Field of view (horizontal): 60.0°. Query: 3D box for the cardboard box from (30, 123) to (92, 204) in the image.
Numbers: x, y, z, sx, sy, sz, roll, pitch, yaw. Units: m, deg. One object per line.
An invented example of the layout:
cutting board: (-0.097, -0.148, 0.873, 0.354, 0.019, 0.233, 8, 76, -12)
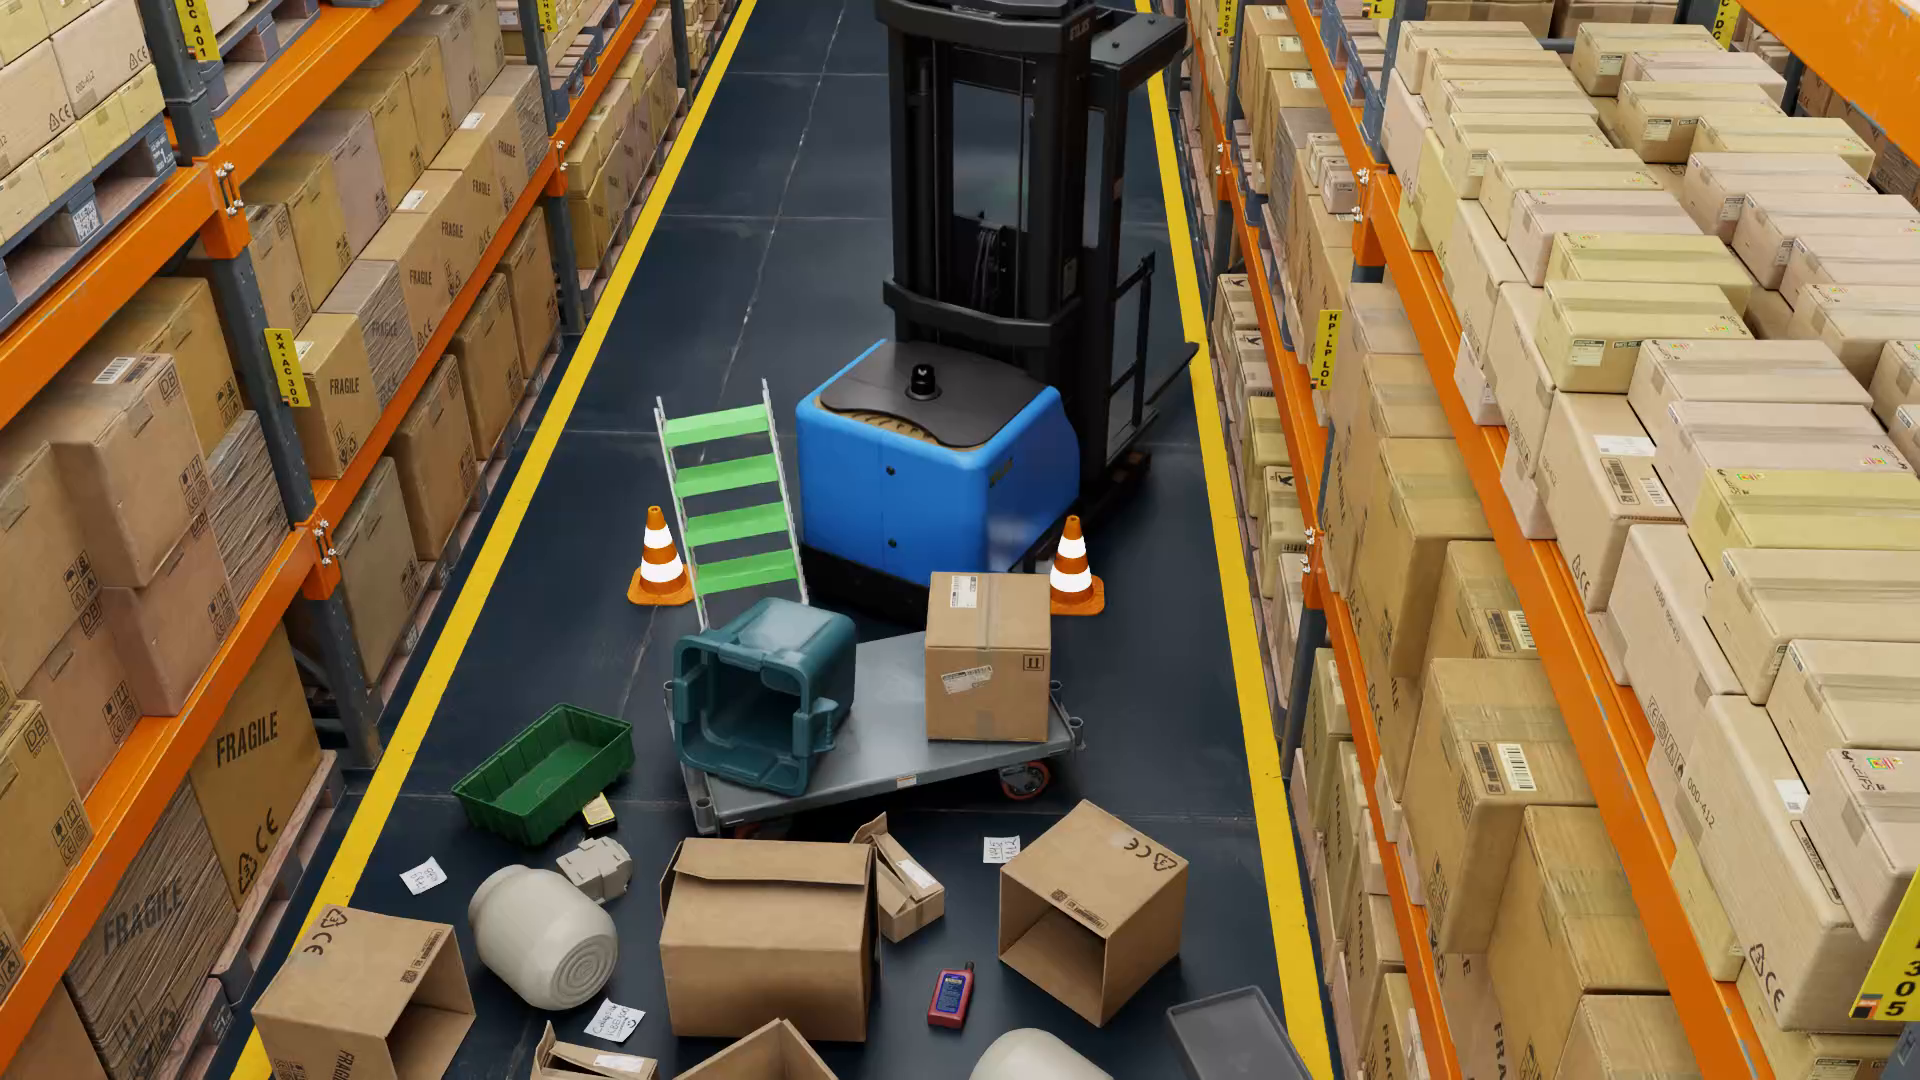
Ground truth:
cardboard box: (-2.765, -1.090, 4.795, 0.380, 0.149, 0.250, 2, 35, 3)

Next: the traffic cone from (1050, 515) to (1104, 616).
traffic cone: (0.550, 0.087, 8.170, 0.336, 0.463, 0.334, 1, 35, 2)

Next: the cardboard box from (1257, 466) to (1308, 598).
cardboard box: (1.943, -0.018, 8.032, 0.950, 0.372, 0.625, 3, 35, 5)

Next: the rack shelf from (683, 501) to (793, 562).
rack shelf: (-1.033, -0.046, 7.752, 0.480, 0.148, 0.258, -10, 19, -3)

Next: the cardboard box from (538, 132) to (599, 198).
cardboard box: (-2.621, -2.407, 10.669, 0.500, 0.250, 0.500, 0, 35, 0)

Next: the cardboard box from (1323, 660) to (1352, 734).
cardboard box: (1.541, 0.578, 6.075, 0.380, 0.149, 0.250, 2, 35, 3)

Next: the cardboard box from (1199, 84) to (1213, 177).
cardboard box: (2.247, -3.228, 12.163, 0.875, 0.875, 0.875, 2, 35, 3)

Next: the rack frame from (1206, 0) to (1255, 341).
rack frame: (2.060, -2.505, 9.651, 1.000, 3.000, 0.127, 1, 35, 2)

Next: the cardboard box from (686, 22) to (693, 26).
cardboard box: (-2.475, -4.334, 14.110, 0.380, 0.149, 0.250, 2, 35, 2)

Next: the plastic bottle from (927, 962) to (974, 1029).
plastic bottle: (-0.027, 1.694, 6.232, 0.133, 0.061, 0.283, 7, 36, 10)

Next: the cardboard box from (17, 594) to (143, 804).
cardboard box: (-3.193, 0.512, 5.228, 0.875, 0.550, 0.550, 1, 35, 2)

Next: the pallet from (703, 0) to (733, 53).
pallet: (-2.692, -4.807, 15.353, 1.003, 0.211, 1.213, 1, 35, 2)

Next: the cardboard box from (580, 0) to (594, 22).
cardboard box: (-2.632, -3.499, 10.920, 0.380, 0.149, 0.250, 2, 35, 3)

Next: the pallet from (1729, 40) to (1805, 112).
pallet: (7.209, -3.944, 14.124, 1.003, 0.211, 1.213, 1, 35, 2)

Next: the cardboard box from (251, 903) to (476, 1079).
cardboard box: (-2.088, 1.675, 5.876, 0.500, 0.500, 0.500, 7, 36, 10)

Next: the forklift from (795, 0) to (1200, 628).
forklift: (0.391, -1.540, 8.338, 1.130, 2.935, 3.031, 18, 39, 24)

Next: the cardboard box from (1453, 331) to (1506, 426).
cardboard box: (1.502, -0.419, 4.293, 0.380, 0.149, 0.250, 1, 35, 1)

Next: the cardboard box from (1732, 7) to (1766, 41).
cardboard box: (7.107, -4.702, 14.585, 0.700, 0.500, 0.500, 0, 35, 0)

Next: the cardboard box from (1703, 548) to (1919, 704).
cardboard box: (1.498, 0.146, 2.796, 0.380, 0.149, 0.250, 1, 35, 1)

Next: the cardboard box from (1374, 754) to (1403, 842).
cardboard box: (1.505, 0.805, 5.160, 0.380, 0.149, 0.250, 1, 35, 2)

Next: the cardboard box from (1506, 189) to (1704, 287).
cardboard box: (1.563, -0.734, 4.048, 0.380, 0.149, 0.250, 1, 35, 1)

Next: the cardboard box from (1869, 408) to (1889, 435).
cardboard box: (2.051, -0.065, 3.443, 0.500, 0.250, 0.500, 2, 35, 3)

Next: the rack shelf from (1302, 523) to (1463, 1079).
rack shelf: (1.819, 1.237, 4.953, 1.077, 0.370, 4.000, 1, 35, 2)

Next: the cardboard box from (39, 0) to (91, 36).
cardboard box: (-2.757, -1.563, 4.776, 0.380, 0.149, 0.250, 1, 35, 2)

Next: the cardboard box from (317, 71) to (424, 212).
cardboard box: (-2.976, -1.874, 7.797, 0.700, 0.500, 0.500, 1, 35, 1)

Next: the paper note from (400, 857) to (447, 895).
paper note: (-2.173, 1.359, 6.735, 0.147, 0.020, 0.142, -24, 42, -30)

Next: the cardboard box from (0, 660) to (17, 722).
cardboard box: (-3.178, 0.376, 4.483, 0.875, 0.550, 0.500, 1, 35, 2)

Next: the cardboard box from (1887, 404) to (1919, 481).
cardboard box: (2.021, -0.133, 3.192, 0.380, 0.149, 0.250, 1, 35, 2)

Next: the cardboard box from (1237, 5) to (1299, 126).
cardboard box: (1.811, -2.586, 9.055, 0.500, 0.500, 0.500, 0, 35, 1)

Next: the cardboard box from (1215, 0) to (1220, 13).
cardboard box: (1.832, -3.553, 10.185, 0.500, 0.500, 0.500, 2, 35, 3)

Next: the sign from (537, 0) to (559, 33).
sign: (-2.336, -3.024, 9.382, 0.100, 0.325, 0.005, 1, 35, 2)

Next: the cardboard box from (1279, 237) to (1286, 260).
cardboard box: (1.748, -1.464, 8.023, 0.380, 0.149, 0.250, 2, 35, 3)

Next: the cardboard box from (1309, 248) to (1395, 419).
cardboard box: (1.688, -0.812, 6.531, 0.500, 0.500, 0.500, 1, 35, 1)

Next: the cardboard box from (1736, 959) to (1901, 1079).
cardboard box: (1.473, 0.756, 2.621, 0.380, 0.149, 0.250, 1, 35, 2)

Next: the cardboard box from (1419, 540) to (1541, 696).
cardboard box: (1.645, 0.352, 4.371, 0.700, 0.500, 0.500, 1, 35, 2)

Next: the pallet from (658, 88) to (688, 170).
pallet: (-2.759, -3.271, 13.166, 1.003, 0.211, 1.213, 1, 35, 2)

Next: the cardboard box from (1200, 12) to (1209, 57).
cardboard box: (1.862, -3.323, 10.945, 0.500, 0.250, 0.500, 1, 35, 1)

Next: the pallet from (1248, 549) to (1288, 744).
pallet: (1.929, 0.487, 7.819, 1.003, 0.211, 1.213, 1, 35, 2)

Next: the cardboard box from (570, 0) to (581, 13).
cardboard box: (-2.644, -3.479, 10.632, 0.380, 0.149, 0.250, 1, 35, 2)

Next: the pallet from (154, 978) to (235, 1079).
pallet: (-3.206, 2.016, 5.644, 1.003, 0.211, 1.213, 1, 35, 2)

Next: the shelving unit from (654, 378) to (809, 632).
shelving unit: (-1.042, -0.106, 7.731, 0.503, 1.200, 0.258, -10, 19, -3)

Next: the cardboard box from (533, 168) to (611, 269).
cardboard box: (-2.607, -2.110, 10.899, 0.500, 0.500, 0.500, 0, 35, 0)

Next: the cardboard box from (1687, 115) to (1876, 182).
cardboard box: (2.192, -1.019, 4.454, 0.380, 0.149, 0.250, 2, 35, 3)

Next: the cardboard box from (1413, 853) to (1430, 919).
cardboard box: (1.573, 0.745, 4.681, 0.500, 0.500, 0.500, 2, 35, 2)

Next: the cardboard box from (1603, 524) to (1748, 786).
cardboard box: (1.525, 0.215, 3.044, 0.500, 0.250, 0.500, 1, 35, 1)

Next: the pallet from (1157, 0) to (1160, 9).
pallet: (2.427, -5.499, 16.336, 1.003, 0.211, 1.213, 1, 35, 2)

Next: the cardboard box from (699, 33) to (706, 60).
cardboard box: (-2.383, -4.219, 14.204, 0.380, 0.149, 0.250, 2, 35, 3)

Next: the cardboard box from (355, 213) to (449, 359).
cardboard box: (-2.719, -1.177, 7.674, 0.500, 0.500, 0.500, 1, 35, 2)

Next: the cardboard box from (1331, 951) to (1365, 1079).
cardboard box: (1.577, 1.691, 5.707, 0.500, 0.250, 0.500, 1, 35, 1)

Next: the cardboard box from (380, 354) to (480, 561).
cardboard box: (-3.073, -0.427, 8.286, 1.050, 0.750, 0.750, 1, 35, 2)

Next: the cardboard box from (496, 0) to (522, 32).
cardboard box: (-2.678, -3.137, 9.886, 0.380, 0.149, 0.250, 1, 35, 2)

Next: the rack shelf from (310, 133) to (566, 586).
rack shelf: (-2.971, -1.117, 8.303, 1.077, 0.370, 4.000, 1, 35, 2)
